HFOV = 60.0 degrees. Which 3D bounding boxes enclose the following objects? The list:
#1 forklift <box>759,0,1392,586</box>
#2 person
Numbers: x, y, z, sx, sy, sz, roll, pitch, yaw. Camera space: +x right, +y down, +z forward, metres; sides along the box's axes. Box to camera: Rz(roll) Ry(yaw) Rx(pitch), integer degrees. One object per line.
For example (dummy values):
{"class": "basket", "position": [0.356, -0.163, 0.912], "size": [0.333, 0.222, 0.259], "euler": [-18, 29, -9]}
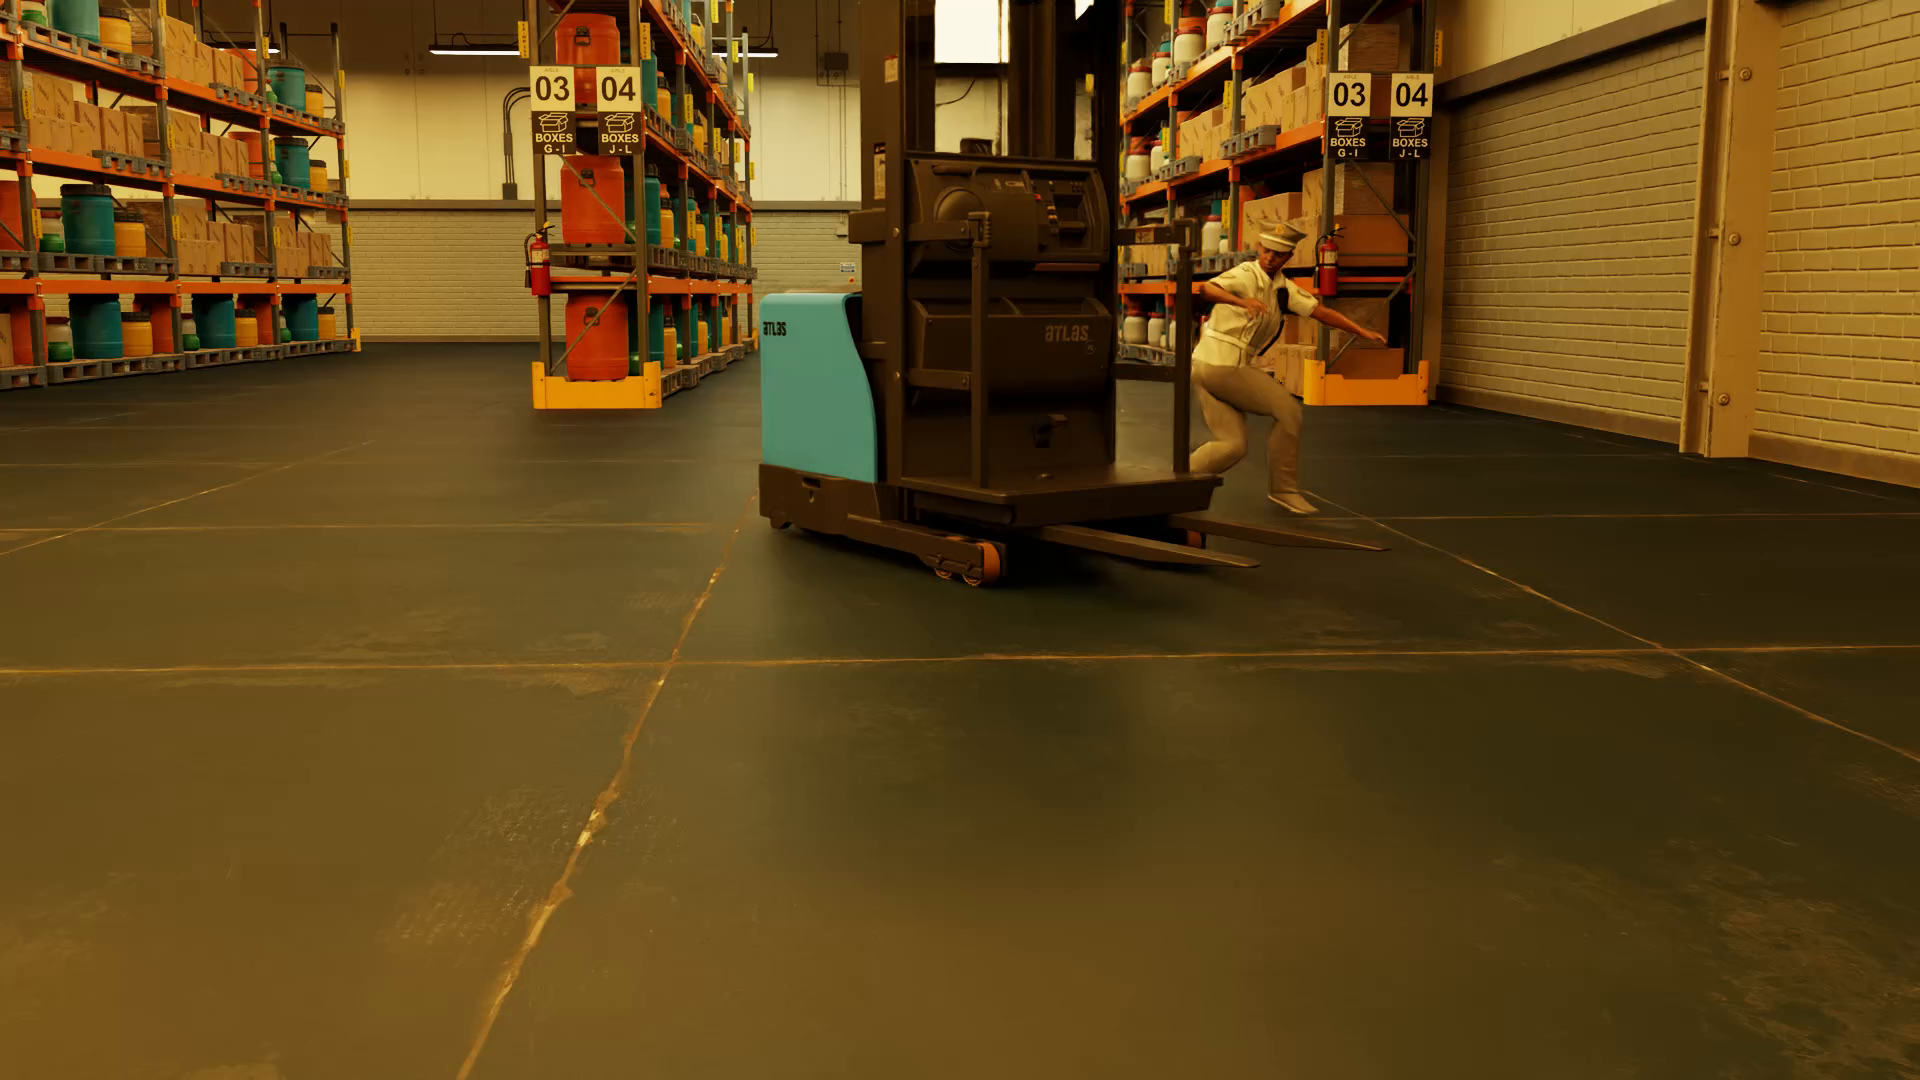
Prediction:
{"class": "forklift", "position": [0.331, -1.358, 6.475], "size": [1.130, 2.935, 3.031], "euler": [-6, 10, -34]}
{"class": "person", "position": [1.509, -0.806, 8.025], "size": [1.088, 1.457, 0.827], "euler": [2, 9, 11]}
